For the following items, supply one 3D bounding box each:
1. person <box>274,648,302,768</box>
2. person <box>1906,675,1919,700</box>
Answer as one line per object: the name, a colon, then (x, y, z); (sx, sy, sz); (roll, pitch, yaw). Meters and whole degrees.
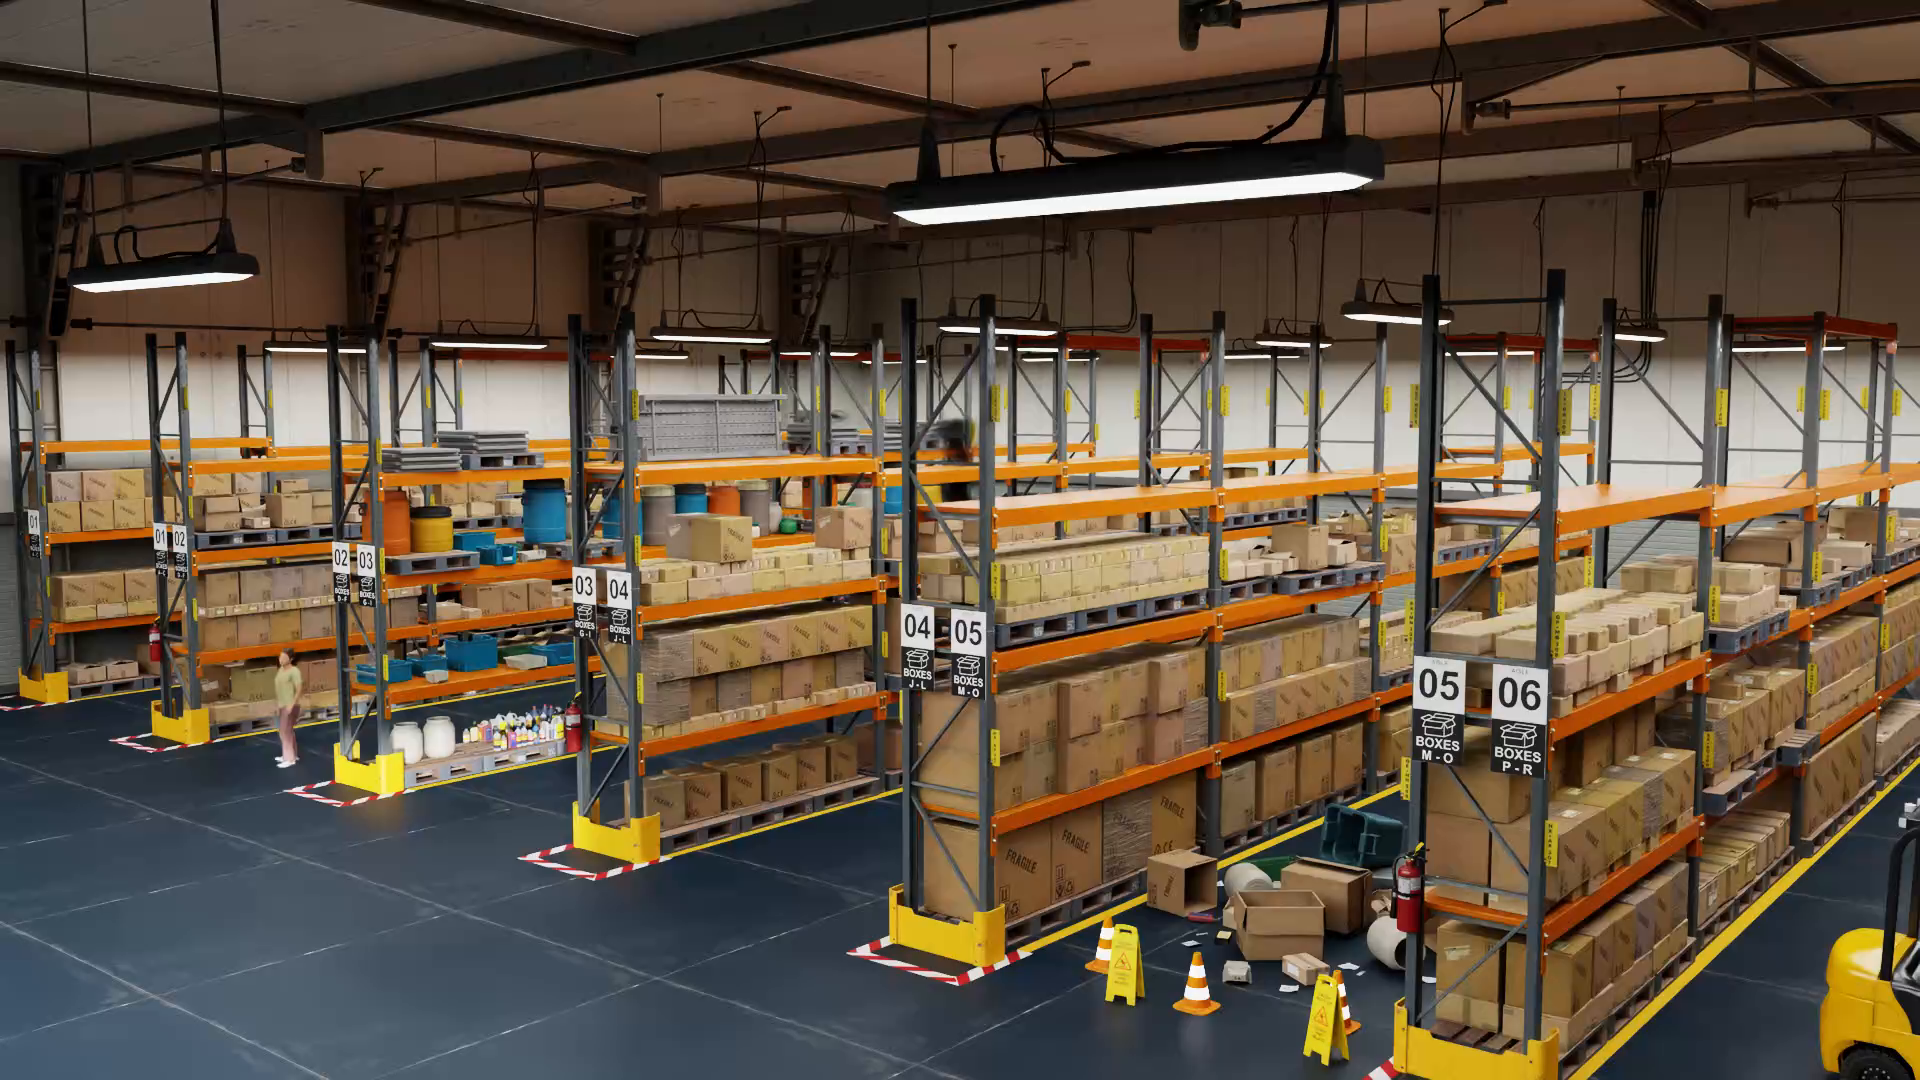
person: (-9.300, 2.295, 22.955); (0.661, 1.656, 0.447); (4, 7, 38)
person: (14.935, 1.980, 25.635); (0.761, 1.791, 0.686); (3, 6, 28)
